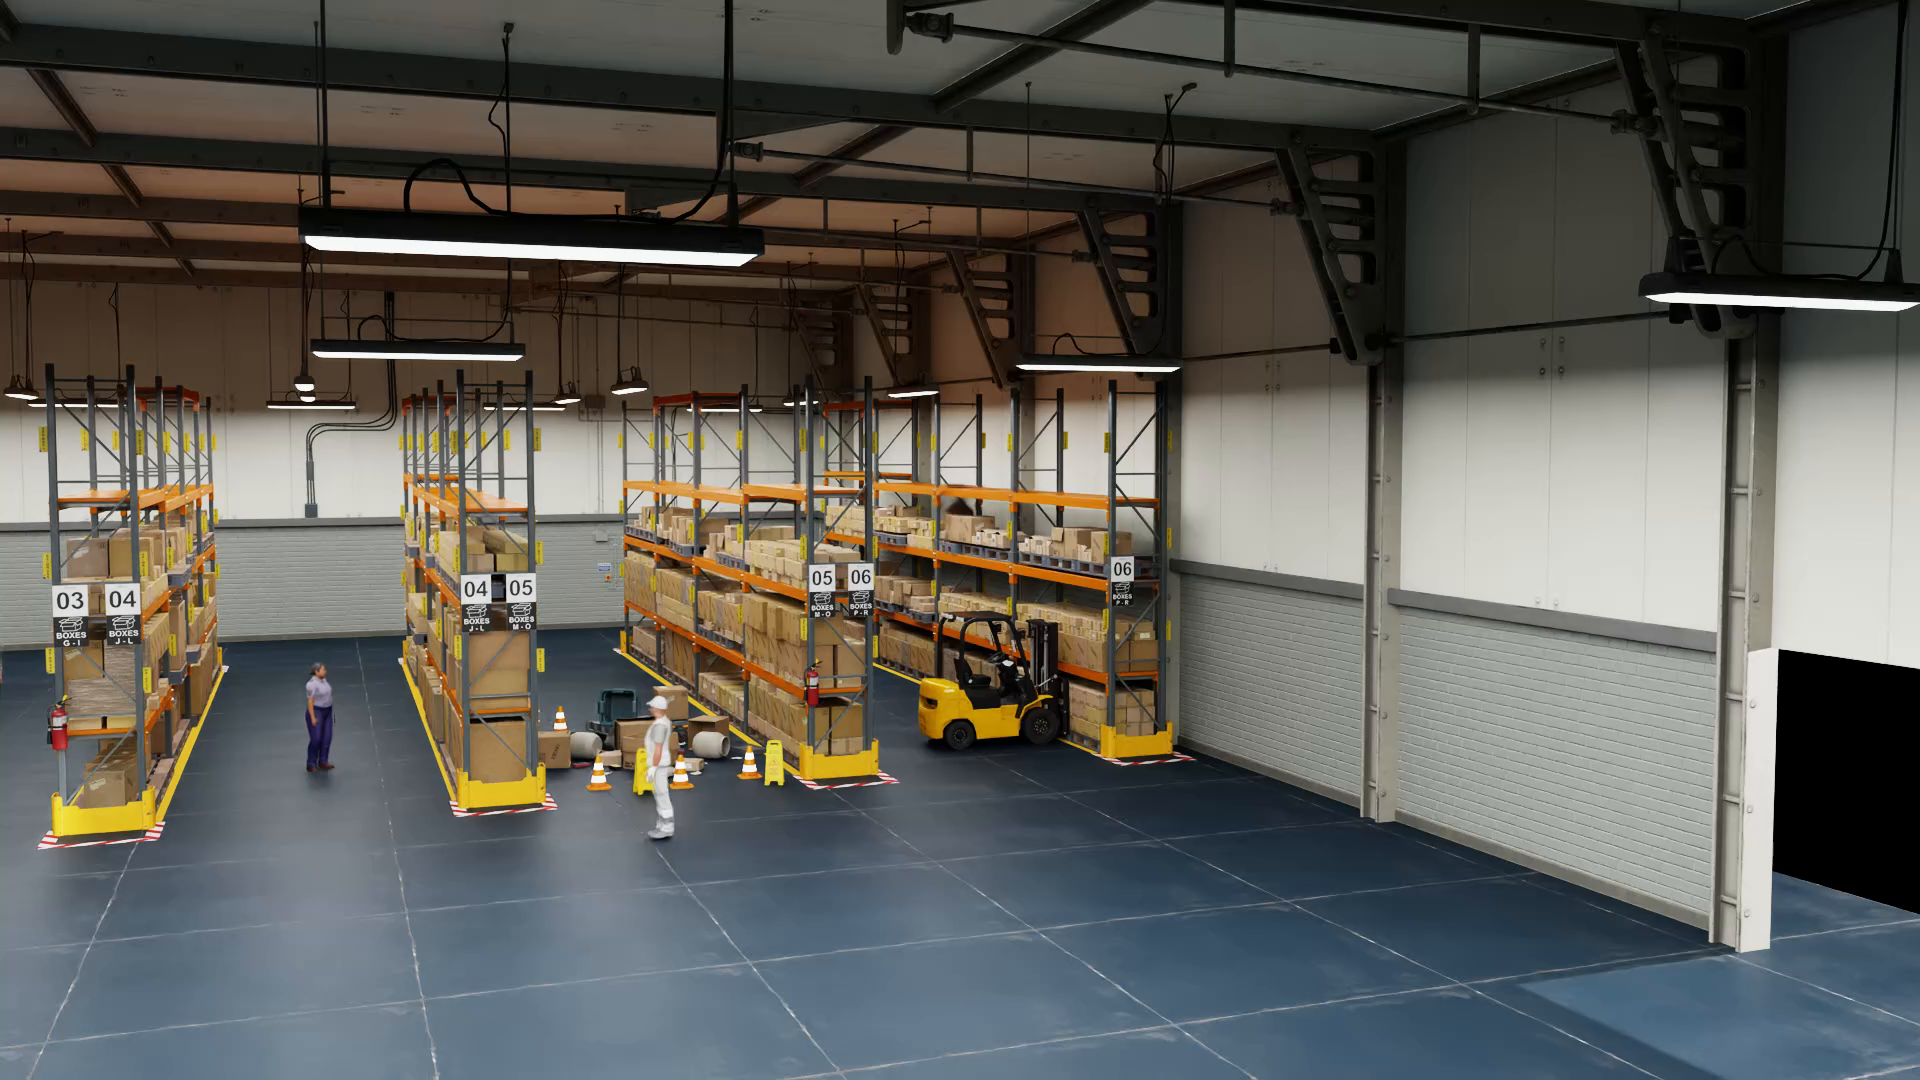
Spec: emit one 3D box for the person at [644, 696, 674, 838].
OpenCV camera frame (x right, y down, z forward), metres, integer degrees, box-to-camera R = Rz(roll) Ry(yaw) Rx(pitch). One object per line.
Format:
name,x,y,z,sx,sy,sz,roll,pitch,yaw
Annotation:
person,-3.811,2.879,21.071,0.358,1.812,0.617,-1,3,-9

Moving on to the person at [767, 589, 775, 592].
person,-4.867,1.607,42.786,0.592,1.790,0.427,0,3,7

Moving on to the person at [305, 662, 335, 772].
person,-9.818,2.740,25.508,0.361,1.708,0.546,1,3,17
